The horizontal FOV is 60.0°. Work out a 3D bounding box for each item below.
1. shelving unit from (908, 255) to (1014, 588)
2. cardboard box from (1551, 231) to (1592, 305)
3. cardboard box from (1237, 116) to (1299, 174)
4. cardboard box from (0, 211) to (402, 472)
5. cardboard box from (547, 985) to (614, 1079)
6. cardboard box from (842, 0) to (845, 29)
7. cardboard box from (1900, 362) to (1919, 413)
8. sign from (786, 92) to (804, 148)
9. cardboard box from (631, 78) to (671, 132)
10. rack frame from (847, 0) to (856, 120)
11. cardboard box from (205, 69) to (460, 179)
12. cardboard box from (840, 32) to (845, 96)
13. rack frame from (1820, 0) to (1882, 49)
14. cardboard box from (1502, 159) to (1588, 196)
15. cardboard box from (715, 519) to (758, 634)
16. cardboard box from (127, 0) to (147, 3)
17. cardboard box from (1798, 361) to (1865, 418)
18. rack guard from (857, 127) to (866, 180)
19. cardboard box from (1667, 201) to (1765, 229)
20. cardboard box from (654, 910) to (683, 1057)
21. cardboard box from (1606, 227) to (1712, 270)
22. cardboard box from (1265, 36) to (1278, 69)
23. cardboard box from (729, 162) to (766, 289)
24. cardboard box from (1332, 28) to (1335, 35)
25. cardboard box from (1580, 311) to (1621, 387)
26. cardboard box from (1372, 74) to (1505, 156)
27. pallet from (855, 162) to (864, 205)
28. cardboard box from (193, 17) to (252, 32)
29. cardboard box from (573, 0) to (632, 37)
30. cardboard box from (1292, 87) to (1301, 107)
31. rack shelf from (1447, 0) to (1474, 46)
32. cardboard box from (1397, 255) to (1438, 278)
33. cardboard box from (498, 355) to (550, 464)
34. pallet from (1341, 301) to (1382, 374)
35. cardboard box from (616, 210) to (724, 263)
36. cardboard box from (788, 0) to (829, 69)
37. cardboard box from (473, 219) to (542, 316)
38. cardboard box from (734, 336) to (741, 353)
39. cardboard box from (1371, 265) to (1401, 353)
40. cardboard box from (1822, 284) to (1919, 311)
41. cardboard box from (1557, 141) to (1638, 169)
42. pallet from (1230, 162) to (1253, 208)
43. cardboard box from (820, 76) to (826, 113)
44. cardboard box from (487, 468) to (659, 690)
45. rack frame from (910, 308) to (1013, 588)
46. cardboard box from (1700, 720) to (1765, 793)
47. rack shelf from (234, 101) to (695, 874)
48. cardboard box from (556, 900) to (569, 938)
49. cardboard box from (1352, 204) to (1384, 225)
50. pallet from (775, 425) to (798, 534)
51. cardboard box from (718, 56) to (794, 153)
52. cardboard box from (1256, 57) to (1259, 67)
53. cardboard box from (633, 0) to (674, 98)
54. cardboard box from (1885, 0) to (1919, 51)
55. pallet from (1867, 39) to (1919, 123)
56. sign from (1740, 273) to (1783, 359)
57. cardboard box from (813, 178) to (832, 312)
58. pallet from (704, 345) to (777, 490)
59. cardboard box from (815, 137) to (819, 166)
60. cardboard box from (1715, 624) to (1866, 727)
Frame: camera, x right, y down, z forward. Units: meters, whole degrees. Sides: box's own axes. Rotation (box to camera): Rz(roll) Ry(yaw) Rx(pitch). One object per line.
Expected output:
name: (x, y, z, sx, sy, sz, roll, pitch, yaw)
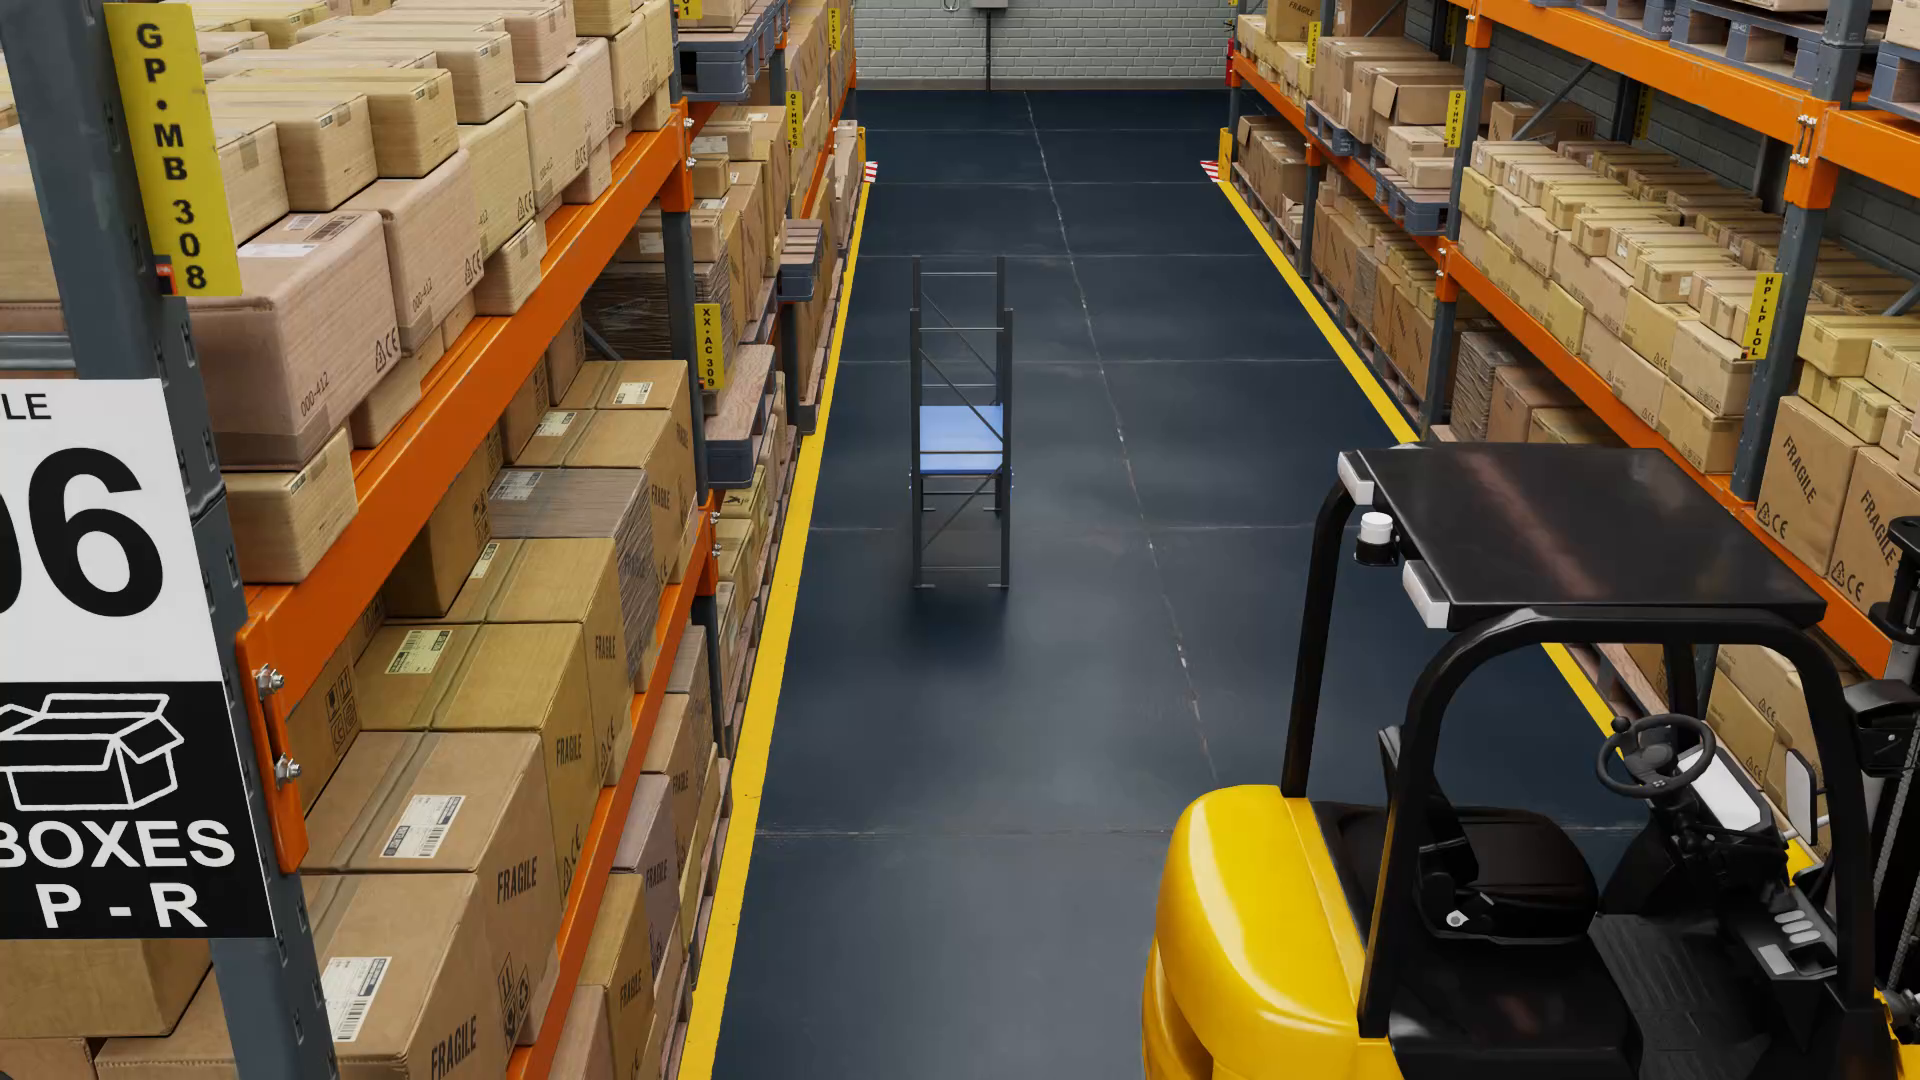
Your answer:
shelving unit: (0.001, -0.648, 8.863, 0.538, 1.500, 1.048, 0, 24, -1)
cardboard box: (3.234, -1.328, 8.121, 0.500, 0.250, 0.500, 0, 24, 0)
cardboard box: (3.275, -4.083, 17.157, 0.797, 0.503, 0.637, -1, 24, -3)
cardboard box: (-1.165, -0.307, 2.469, 0.500, 0.250, 0.500, -1, 24, -2)
cardboard box: (-1.169, 1.496, 4.218, 0.500, 0.500, 0.500, -1, 24, -3)
cardboard box: (-1.316, -4.935, 15.186, 0.500, 0.500, 0.500, 0, 24, -1)
cardboard box: (3.306, -0.468, 5.376, 0.380, 0.149, 0.250, -1, 24, -2)
sign: (-0.970, -2.459, 9.738, 0.100, 0.325, 0.005, 0, 24, -1)
cardboard box: (-1.160, -1.436, 5.450, 0.380, 0.149, 0.250, 0, 24, 0)
rack frame: (-1.600, -5.257, 17.235, 1.000, 3.000, 0.127, 0, 24, -1)
cardboard box: (-1.114, -0.738, 2.940, 0.380, 0.149, 0.250, 0, 24, -1)
cardboard box: (-1.300, -4.262, 14.911, 0.500, 0.500, 0.500, 0, 24, 0)
rack frame: (3.494, -3.070, 5.118, 1.000, 3.000, 0.127, 0, 24, -1)
cardboard box: (3.192, -1.977, 9.074, 0.380, 0.149, 0.250, 0, 24, 1)
cardboard box: (-1.489, 0.181, 7.889, 0.950, 0.372, 0.625, 1, 24, 3)
cardboard box: (-6.781, -4.374, 13.587, 0.500, 0.500, 0.500, -1, 24, -2)
cardboard box: (3.235, -0.545, 5.907, 0.380, 0.149, 0.250, -1, 24, -1)
rack guard: (-1.600, -4.128, 17.772, 1.175, 0.500, 0.348, 0, 24, -1)
cardboard box: (3.692, -1.560, 8.151, 0.380, 0.149, 0.250, 0, 24, 1)
cardboard box: (-1.177, 1.420, 5.297, 0.500, 0.250, 0.500, 0, 24, 0)
cardboard box: (3.225, -1.344, 7.673, 0.380, 0.149, 0.250, 0, 24, 0)
cardboard box: (3.140, -4.533, 15.454, 0.500, 0.250, 0.500, -1, 24, -2)
cardboard box: (-1.202, -1.501, 7.938, 0.500, 0.500, 0.500, -1, 24, -3)
cardboard box: (3.639, -4.744, 15.919, 0.500, 0.250, 0.500, 1, 24, 1)
cardboard box: (3.241, -0.887, 7.752, 0.500, 0.250, 0.500, 0, 24, 0)
cardboard box: (3.248, -2.895, 11.376, 0.797, 0.503, 0.637, -1, 24, -2)
pallet: (-1.513, -3.658, 17.081, 1.003, 0.211, 1.213, 0, 24, -1)
cardboard box: (-1.775, -1.050, 3.628, 0.380, 0.149, 0.250, 0, 24, 1)
cardboard box: (-1.121, -1.478, 4.575, 0.380, 0.149, 0.250, 0, 24, 1)
cardboard box: (3.099, -3.863, 14.456, 0.380, 0.149, 0.250, 0, 24, 1)
rack shelf: (3.429, -3.848, 11.351, 1.077, 0.370, 4.000, 0, 24, -1)
cardboard box: (3.242, -1.865, 11.471, 0.380, 0.149, 0.250, 0, 24, 1)
cardboard box: (-1.698, -0.557, 5.145, 0.700, 0.500, 0.500, 0, 24, 0)
pallet: (3.470, -1.524, 12.363, 1.003, 0.211, 1.213, 0, 24, -1)
cardboard box: (-1.121, -1.176, 6.431, 0.380, 0.149, 0.250, 0, 24, -1)
cardboard box: (-1.301, -3.927, 12.959, 0.500, 0.500, 0.500, 1, 24, 1)
cardboard box: (-1.123, -0.587, 3.573, 0.380, 0.149, 0.250, 0, 24, 0)
cardboard box: (-1.194, -0.944, 7.493, 0.380, 0.149, 0.250, 0, 24, 0)
cardboard box: (3.228, -1.632, 11.743, 0.500, 0.500, 0.500, 1, 24, 2)
cardboard box: (3.754, -0.934, 6.767, 0.380, 0.149, 0.250, -1, 24, -2)
cardboard box: (3.656, -2.193, 9.550, 0.380, 0.149, 0.250, 1, 24, 1)
pallet: (3.374, -3.651, 17.066, 1.003, 0.211, 1.213, 0, 24, -1)
cardboard box: (-1.296, -3.382, 12.663, 0.500, 0.250, 0.500, 0, 24, 1)
cardboard box: (-1.193, 0.114, 4.876, 0.500, 0.500, 0.500, 0, 24, 1)
rack frame: (0.006, -0.439, 8.400, 0.500, 1.500, 0.032, 0, 24, -1)
cardboard box: (3.168, 0.926, 6.390, 0.500, 0.250, 0.500, 0, 24, 0)
rack shelf: (-1.447, -0.528, 4.009, 1.077, 0.370, 4.000, 0, 24, -1)
cardboard box: (-1.154, 0.884, 3.960, 0.380, 0.149, 0.250, 0, 24, 1)
cardboard box: (3.256, -2.500, 12.873, 0.380, 0.149, 0.250, -1, 24, -1)
pallet: (-1.506, -0.368, 9.808, 1.003, 0.211, 1.213, 0, 24, -1)
cardboard box: (-1.274, -2.666, 10.171, 0.500, 0.500, 0.500, -1, 24, -2)
cardboard box: (3.121, -4.713, 16.336, 0.380, 0.149, 0.250, 0, 24, 1)
cardboard box: (-1.195, -1.565, 5.252, 0.500, 0.250, 0.500, 0, 24, -1)
cardboard box: (3.195, -1.639, 5.269, 0.380, 0.149, 0.250, 0, 24, 1)
pallet: (3.529, -1.312, 4.977, 1.003, 0.211, 1.213, 0, 24, -1)
sign: (2.952, -0.822, 6.118, 0.100, 0.325, 0.005, 0, 24, -1)
cardboard box: (-1.452, -2.205, 12.554, 0.875, 0.875, 0.875, 0, 24, 1)
pallet: (-1.332, -0.541, 7.039, 1.003, 0.211, 1.213, 0, 24, -1)
cardboard box: (-1.309, -2.939, 12.291, 0.500, 0.250, 0.500, -1, 24, -2)
cardboard box: (3.186, 0.470, 6.184, 0.500, 0.250, 0.500, -1, 24, -1)
